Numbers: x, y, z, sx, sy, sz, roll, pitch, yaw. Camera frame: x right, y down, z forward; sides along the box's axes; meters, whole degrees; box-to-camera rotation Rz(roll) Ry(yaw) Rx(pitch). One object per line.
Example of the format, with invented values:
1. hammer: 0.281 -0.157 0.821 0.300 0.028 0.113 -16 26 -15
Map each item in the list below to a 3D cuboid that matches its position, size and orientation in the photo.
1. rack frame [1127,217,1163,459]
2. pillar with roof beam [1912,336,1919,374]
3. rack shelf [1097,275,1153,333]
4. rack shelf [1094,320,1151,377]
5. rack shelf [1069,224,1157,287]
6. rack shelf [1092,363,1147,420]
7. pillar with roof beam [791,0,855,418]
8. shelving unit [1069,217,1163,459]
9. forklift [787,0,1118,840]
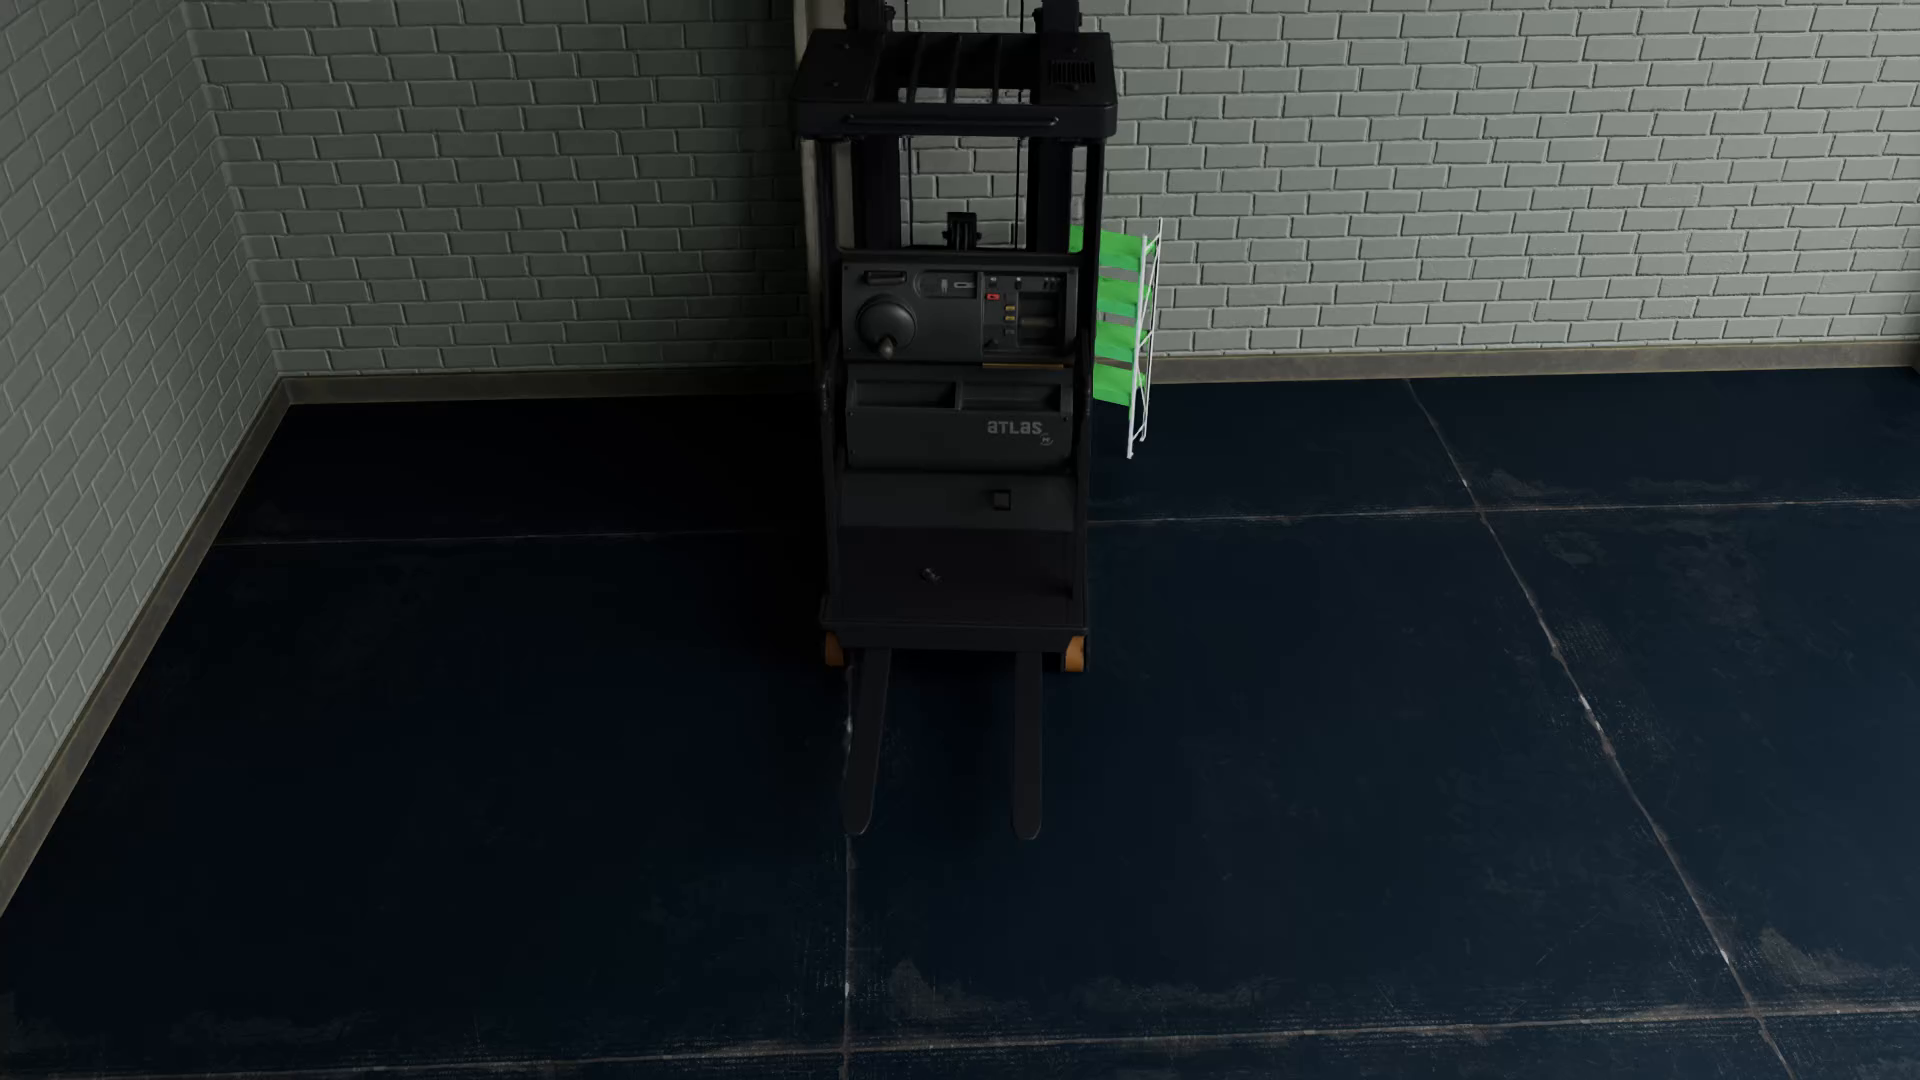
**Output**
1. rack frame: 0.896 -0.966 8.089 0.015 1.200 0.240 15 37 20
2. pillar with roof beam: 5.633 -2.145 2.942 0.400 9.000 9.100 -2 35 -2
3. rack shelf: 0.675 -1.170 8.074 0.480 0.148 0.258 15 37 20
4. rack shelf: 0.674 -0.971 8.209 0.480 0.148 0.258 15 37 20
5. rack shelf: 0.676 -1.368 7.939 0.480 0.148 0.258 15 37 20
6. rack shelf: 0.673 -0.773 8.344 0.480 0.148 0.258 15 37 20
7. pillar with roof beam: -0.360 -1.984 2.709 0.400 9.000 9.100 -2 35 -2
8. shelving unit: 0.674 -1.024 8.173 0.503 1.200 0.258 15 37 20
9. forklift: -0.009 -0.840 6.388 1.130 2.935 3.031 1 35 2
